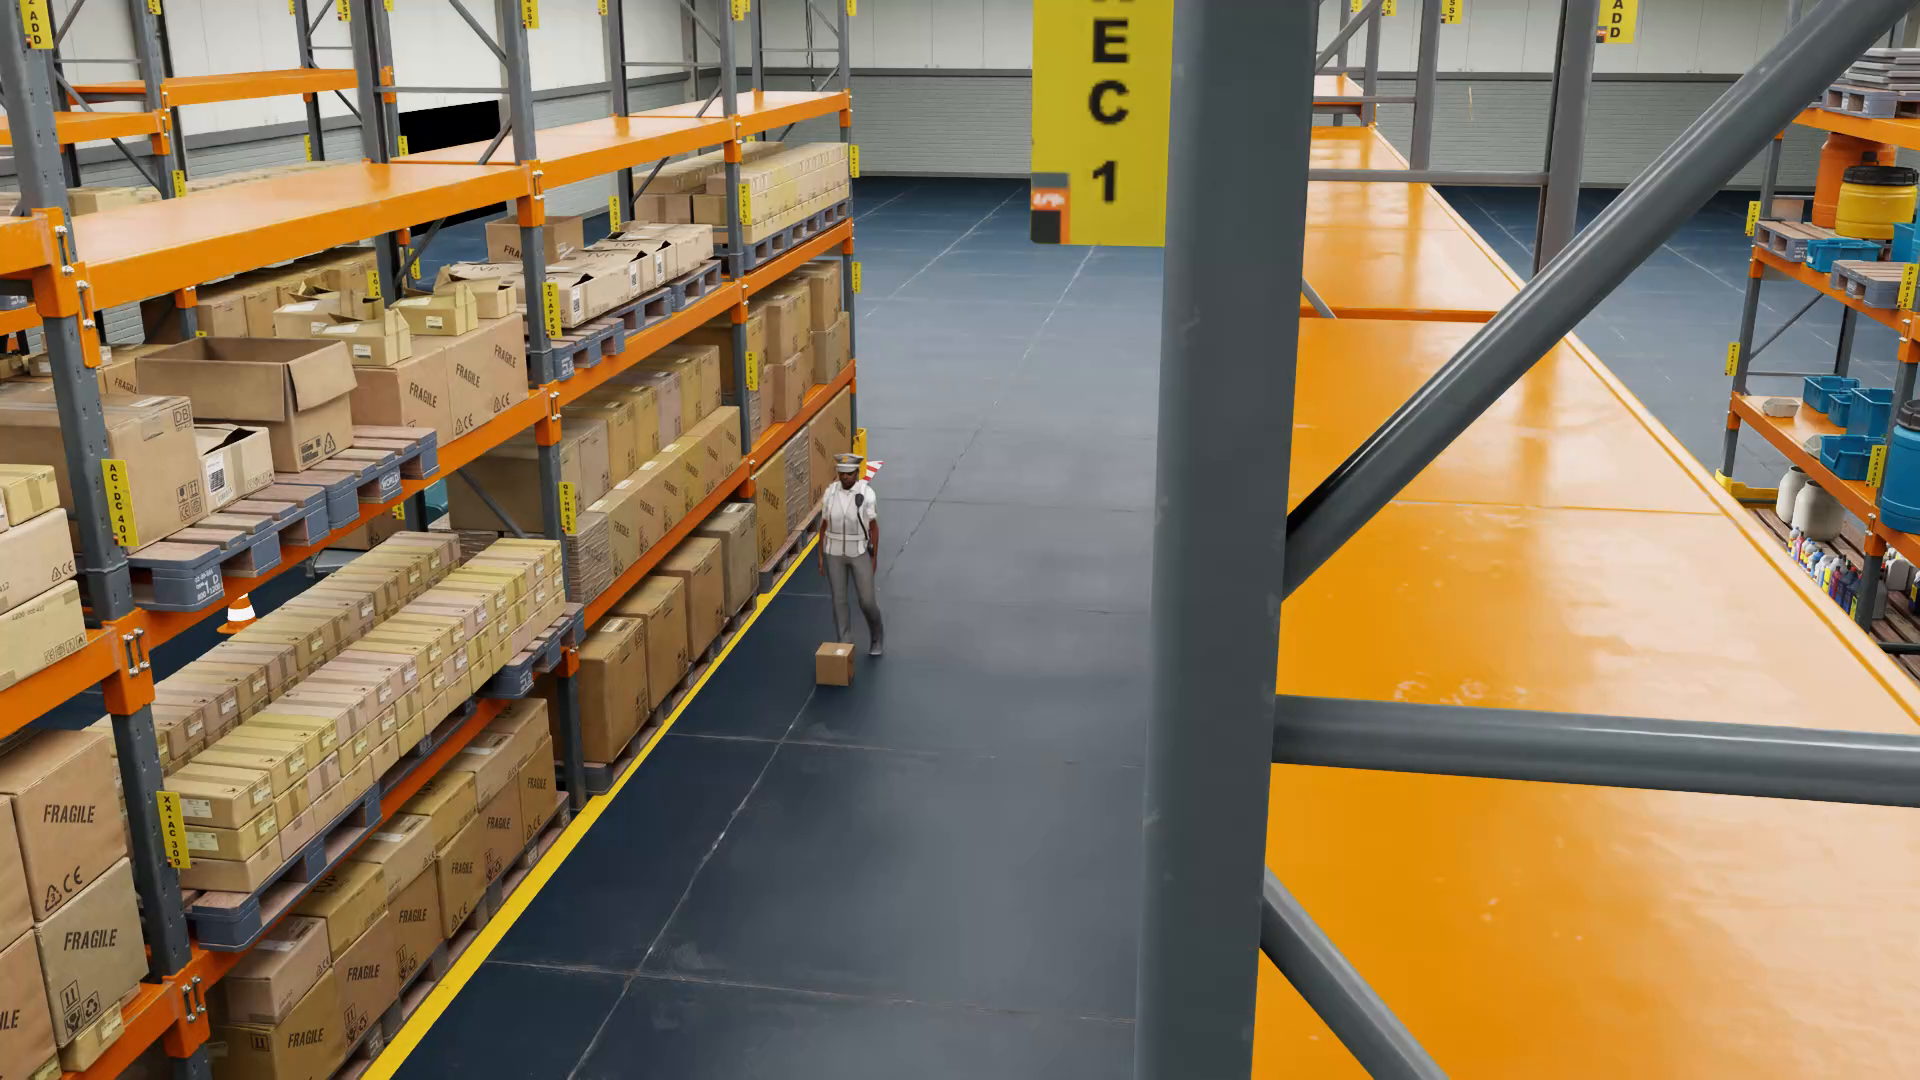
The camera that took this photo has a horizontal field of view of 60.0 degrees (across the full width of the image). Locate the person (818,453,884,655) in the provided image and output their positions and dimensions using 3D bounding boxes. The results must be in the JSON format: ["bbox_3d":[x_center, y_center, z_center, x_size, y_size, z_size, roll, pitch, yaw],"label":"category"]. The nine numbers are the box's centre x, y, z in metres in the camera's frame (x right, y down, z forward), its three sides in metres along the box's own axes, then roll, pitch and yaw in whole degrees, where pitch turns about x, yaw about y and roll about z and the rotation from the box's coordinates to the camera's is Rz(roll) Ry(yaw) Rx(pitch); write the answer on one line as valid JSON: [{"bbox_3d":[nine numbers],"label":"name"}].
[{"bbox_3d":[-0.878,0.142,13.067,0.481,1.718,0.475,3,18,9],"label":"person"}]
